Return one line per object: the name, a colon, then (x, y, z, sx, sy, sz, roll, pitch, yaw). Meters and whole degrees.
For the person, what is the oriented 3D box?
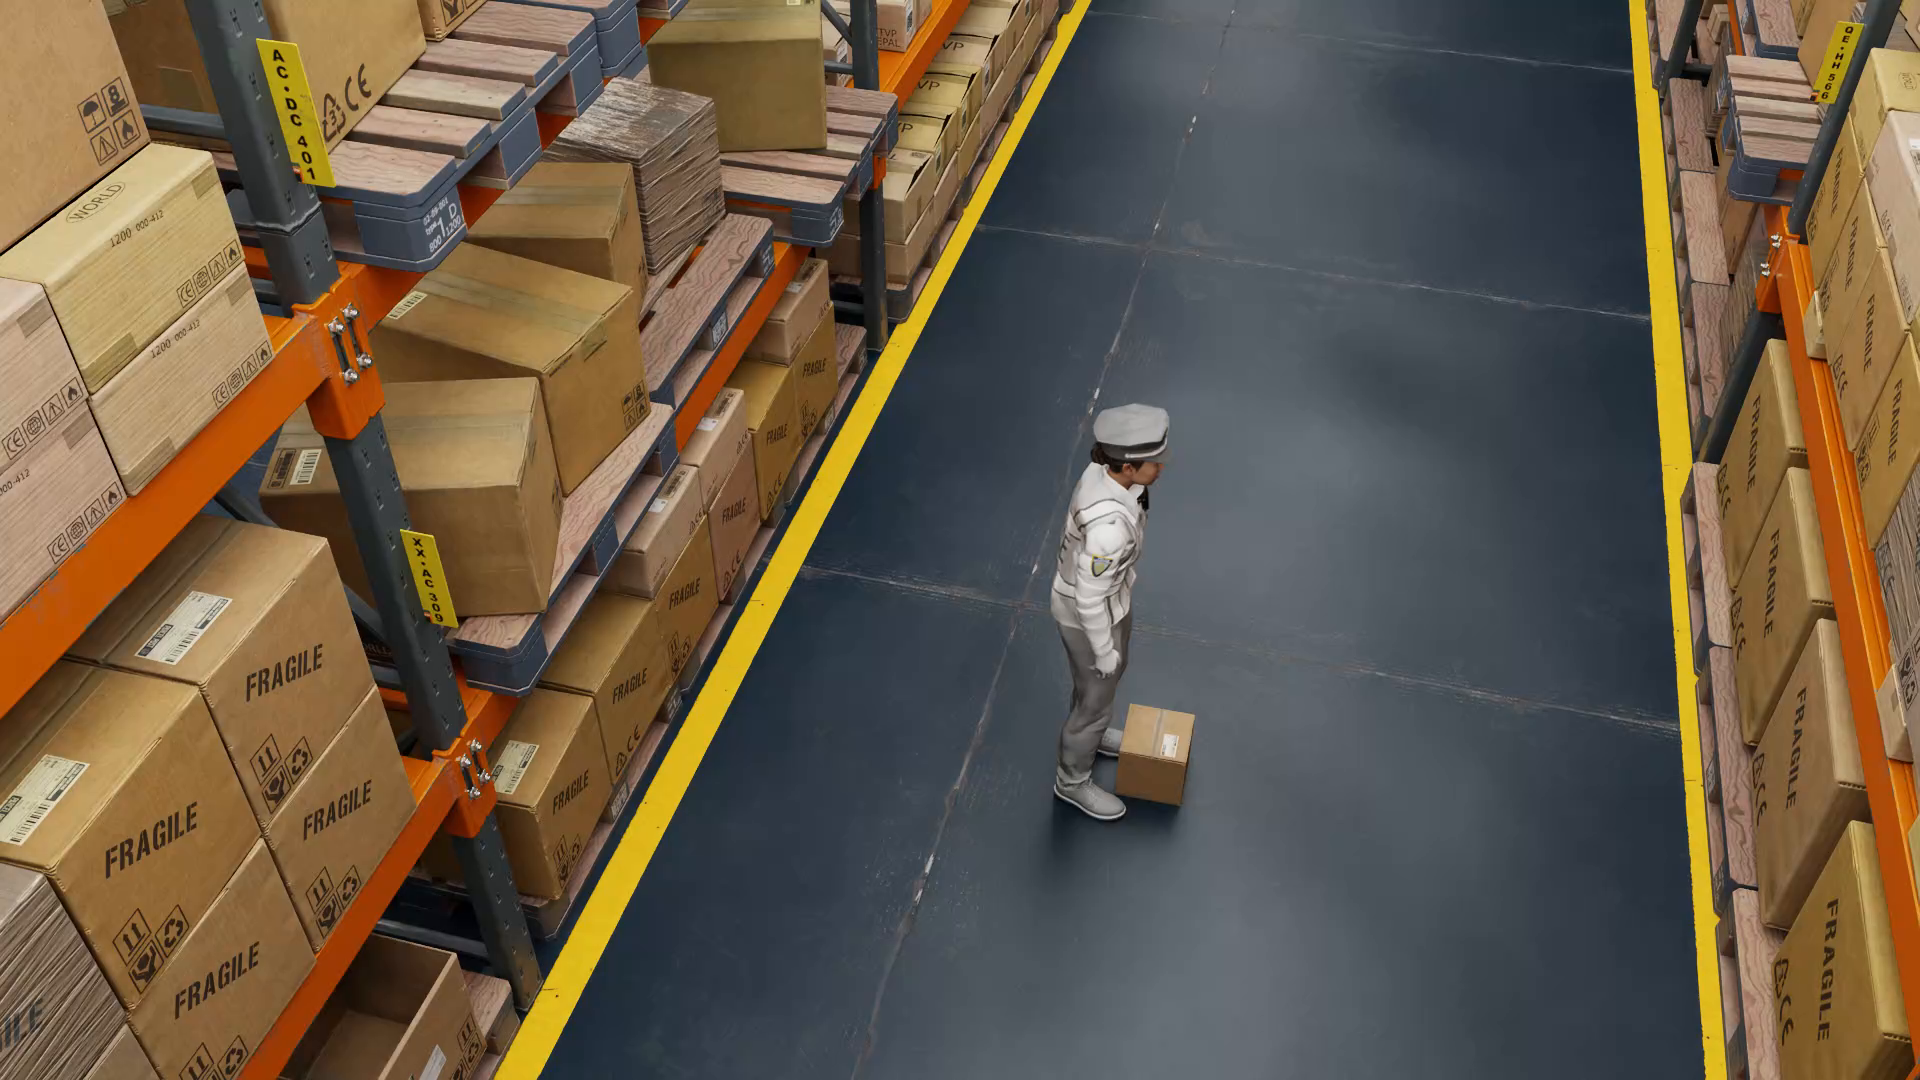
person: (0.508, 0.240, 5.880, 0.369, 1.667, 0.546, 8, 42, 9)
